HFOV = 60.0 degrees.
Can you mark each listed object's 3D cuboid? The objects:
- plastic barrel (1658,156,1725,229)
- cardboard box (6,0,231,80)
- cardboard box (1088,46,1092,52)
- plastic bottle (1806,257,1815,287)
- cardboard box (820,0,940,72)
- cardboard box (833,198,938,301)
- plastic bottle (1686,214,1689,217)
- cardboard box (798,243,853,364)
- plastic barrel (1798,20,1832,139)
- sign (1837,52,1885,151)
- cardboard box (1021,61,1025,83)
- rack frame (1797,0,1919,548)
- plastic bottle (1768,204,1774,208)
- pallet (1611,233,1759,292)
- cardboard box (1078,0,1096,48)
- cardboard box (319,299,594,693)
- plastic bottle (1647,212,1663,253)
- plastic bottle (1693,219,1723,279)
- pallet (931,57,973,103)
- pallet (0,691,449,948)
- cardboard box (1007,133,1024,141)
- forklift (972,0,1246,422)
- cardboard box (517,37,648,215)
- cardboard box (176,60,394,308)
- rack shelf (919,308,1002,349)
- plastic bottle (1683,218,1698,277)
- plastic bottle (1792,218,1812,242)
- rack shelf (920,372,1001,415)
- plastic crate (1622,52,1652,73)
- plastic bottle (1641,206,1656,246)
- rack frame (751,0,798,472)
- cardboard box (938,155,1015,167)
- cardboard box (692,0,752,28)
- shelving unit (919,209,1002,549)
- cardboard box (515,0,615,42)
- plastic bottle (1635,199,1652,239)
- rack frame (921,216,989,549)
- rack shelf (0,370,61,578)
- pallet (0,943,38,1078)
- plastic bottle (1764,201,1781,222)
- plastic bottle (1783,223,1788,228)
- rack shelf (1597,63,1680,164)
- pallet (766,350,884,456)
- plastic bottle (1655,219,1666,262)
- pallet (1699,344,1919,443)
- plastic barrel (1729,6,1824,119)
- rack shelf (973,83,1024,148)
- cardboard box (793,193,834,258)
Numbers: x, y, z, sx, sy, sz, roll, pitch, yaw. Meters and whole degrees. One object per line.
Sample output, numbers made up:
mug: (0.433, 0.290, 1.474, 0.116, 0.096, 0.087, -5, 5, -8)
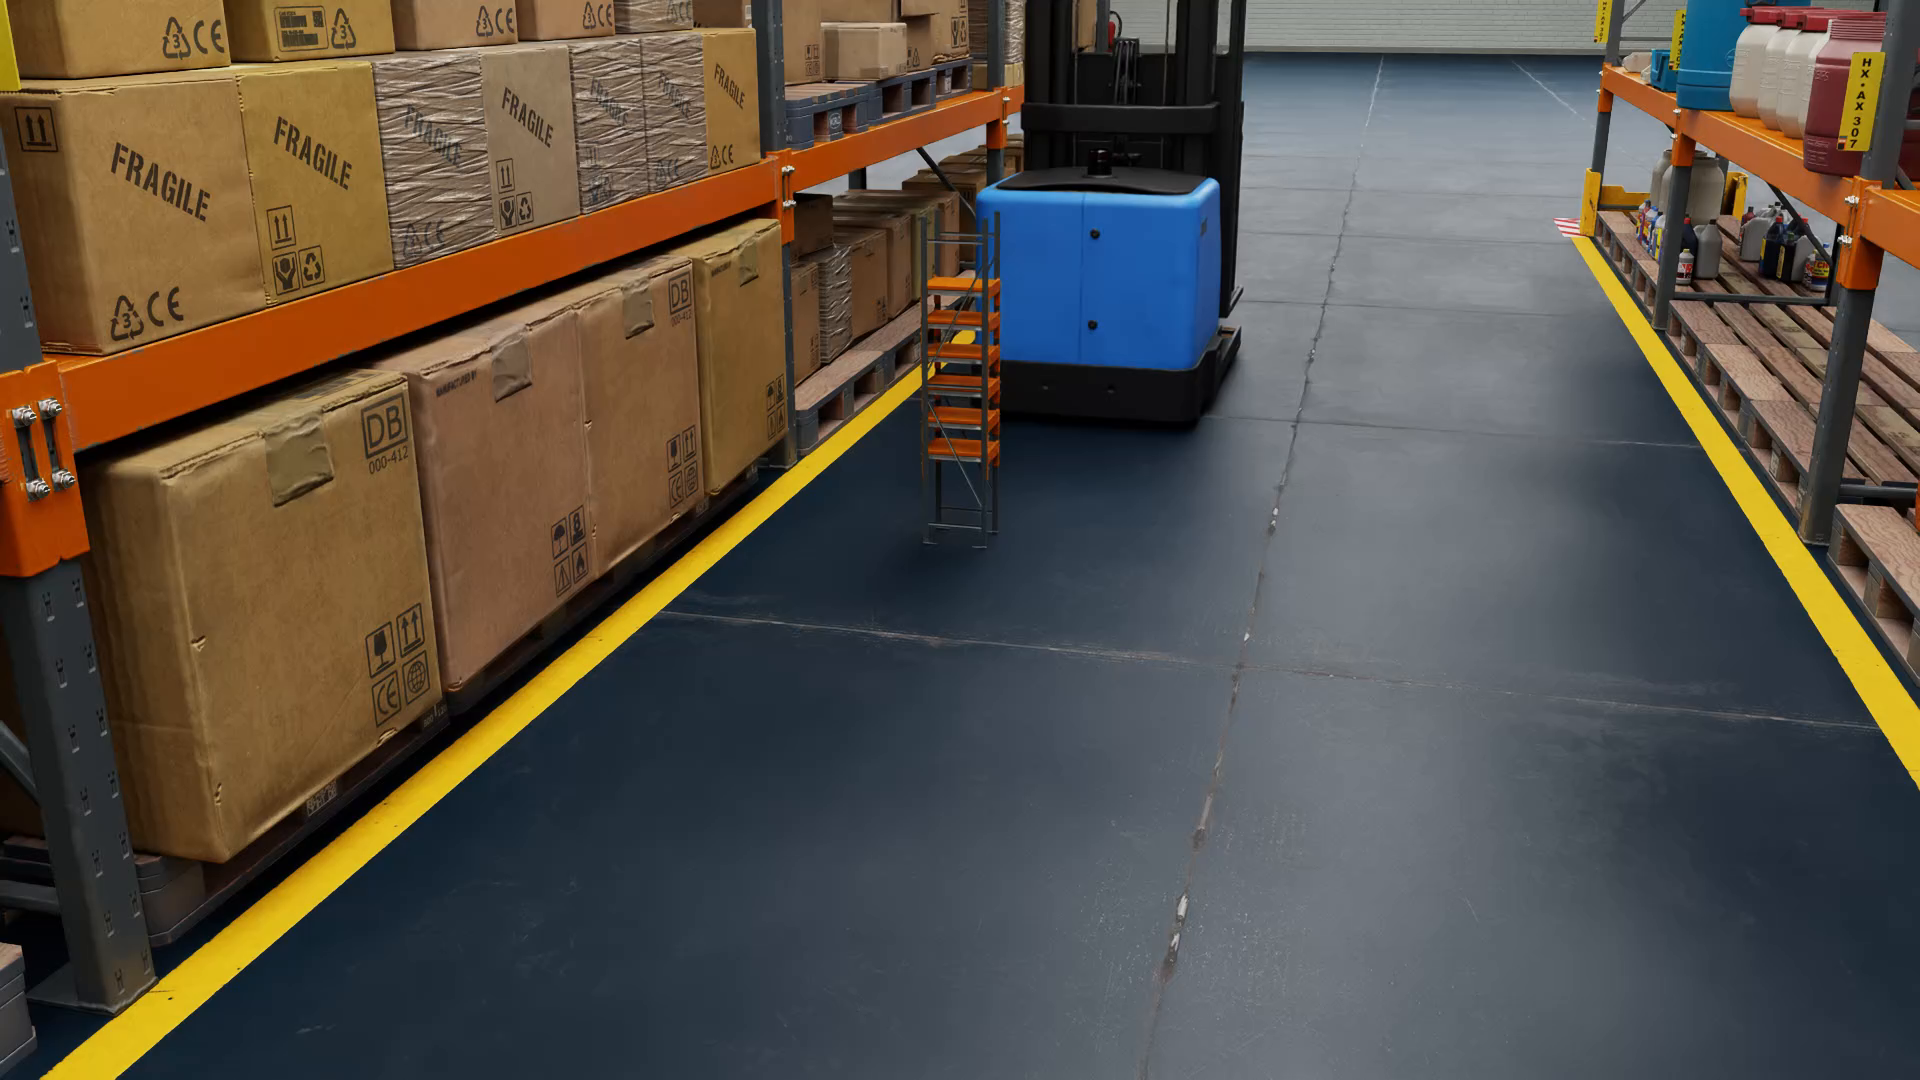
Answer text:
plastic barrel: (5.351, -2.535, 12.167, 0.421, 0.512, 0.421, 0, 19, 0)
cardboard box: (-2.026, -1.236, 3.458, 0.797, 0.503, 0.637, 4, 19, 12)
cardboard box: (0.888, -4.049, 13.791, 0.380, 0.149, 0.250, 5, 19, 13)
plastic bottle: (5.111, -1.610, 9.910, 0.097, 0.201, 0.097, 0, 19, 0)
cardboard box: (-0.554, -2.717, 8.693, 0.797, 0.503, 0.637, 7, 20, 19)
cardboard box: (-0.526, -1.707, 9.730, 0.700, 0.500, 0.500, 5, 19, 13)
plastic bottle: (4.734, -1.980, 10.866, 0.061, 0.283, 0.133, 5, 19, 13)
cardboard box: (-0.930, -1.178, 8.183, 0.700, 0.500, 0.500, 3, 19, 9)
plastic barrel: (3.753, -1.900, 6.935, 0.421, 0.512, 0.421, 0, 19, 0)
sign: (3.071, -1.494, 5.668, 0.100, 0.325, 0.005, 5, 19, 13)
cardboard box: (0.232, -3.103, 11.020, 0.380, 0.149, 0.250, 5, 19, 13)
rack frame: (3.606, -1.375, 5.574, 1.000, 3.000, 0.127, 5, 19, 13)
plastic bottle: (5.526, -2.157, 11.385, 0.061, 0.283, 0.133, 5, 20, 15)
pallet: (5.084, -1.900, 11.425, 1.003, 0.211, 1.213, 5, 19, 13)
cardboard box: (0.591, -4.126, 13.011, 0.875, 0.500, 0.500, 5, 19, 13)
cardboard box: (-1.820, -0.188, 4.736, 1.225, 0.875, 0.875, 4, 19, 11)
plastic bottle: (4.657, -2.054, 11.101, 0.097, 0.271, 0.097, 0, 19, 0)
plastic bottle: (4.601, -1.797, 10.225, 0.144, 0.351, 0.185, 5, 19, 13)
pallet: (-0.548, -2.701, 9.753, 1.003, 0.211, 1.213, 5, 19, 13)
pallet: (-2.059, 0.559, 4.224, 1.003, 0.211, 1.213, 5, 19, 13)
cardboard box: (0.589, -3.095, 13.827, 0.500, 0.500, 0.500, 9, 21, 23)
forklift: (0.927, -2.360, 8.561, 1.130, 2.935, 3.031, 5, 19, 14)
cardboard box: (-1.329, -1.321, 5.259, 0.500, 0.500, 0.500, 4, 19, 12)
cardboard box: (-1.698, -0.842, 3.858, 0.500, 0.500, 0.500, 5, 19, 13)
rack shelf: (0.004, -0.757, 5.944, 0.258, 0.103, 0.180, 5, 19, 13)
plastic bottle: (4.461, -1.808, 10.259, 0.144, 0.351, 0.185, 4, 19, 12)
plastic bottle: (5.183, -1.804, 10.246, 0.144, 0.351, 0.185, 5, 20, 15)
rack shelf: (0.004, -0.530, 6.021, 0.258, 0.103, 0.180, 5, 19, 13)
plastic crate: (5.030, -3.503, 12.211, 0.298, 0.136, 0.250, 5, 19, 13)
plastic bottle: (4.731, -2.149, 11.378, 0.097, 0.271, 0.097, 0, 19, 0)
rack frame: (-1.197, -1.767, 6.719, 1.000, 3.000, 0.127, 5, 19, 13)
cardboard box: (0.125, -2.539, 12.198, 0.500, 0.500, 0.500, 3, 19, 9)
cardboard box: (-1.104, -2.185, 7.139, 0.500, 0.500, 0.500, 2, 19, 7)
shelving unit: (0.004, -0.572, 6.007, 0.258, 1.200, 0.189, 5, 19, 13)
cardboard box: (-1.553, -1.857, 5.276, 0.797, 0.503, 0.637, 5, 20, 15)
plastic bottle: (4.815, -2.256, 11.693, 0.097, 0.271, 0.097, 0, 19, 0)
rack frame: (-0.019, -0.544, 5.923, 0.240, 1.200, 0.006, 5, 19, 13)
rack shelf: (-2.663, 0.455, 1.329, 1.077, 0.370, 4.000, 5, 19, 13)
pallet: (-2.436, 1.039, 2.819, 1.003, 0.211, 1.213, 5, 19, 13)
plastic bottle: (5.378, -2.055, 10.980, 0.144, 0.351, 0.185, 5, 20, 16)
plastic bottle: (5.228, -1.875, 10.576, 0.097, 0.271, 0.097, 0, 19, 0)
rack shelf: (5.072, -2.916, 11.196, 1.077, 0.370, 4.000, 5, 19, 13)
pallet: (-1.005, -0.692, 7.886, 1.003, 0.211, 1.213, 5, 19, 13)
plastic bottle: (4.587, -1.970, 10.731, 0.144, 0.351, 0.185, 5, 19, 13)
pallet: (4.133, -0.677, 7.842, 1.003, 0.211, 1.213, 5, 19, 13)
plastic barrel: (4.137, -2.411, 8.395, 0.433, 0.535, 0.433, 0, 19, 0)
rack shelf: (0.269, -3.307, 12.341, 1.077, 0.370, 4.000, 5, 19, 13)
cardboard box: (-0.943, -1.526, 8.041, 0.500, 0.250, 0.500, 7, 20, 20)
